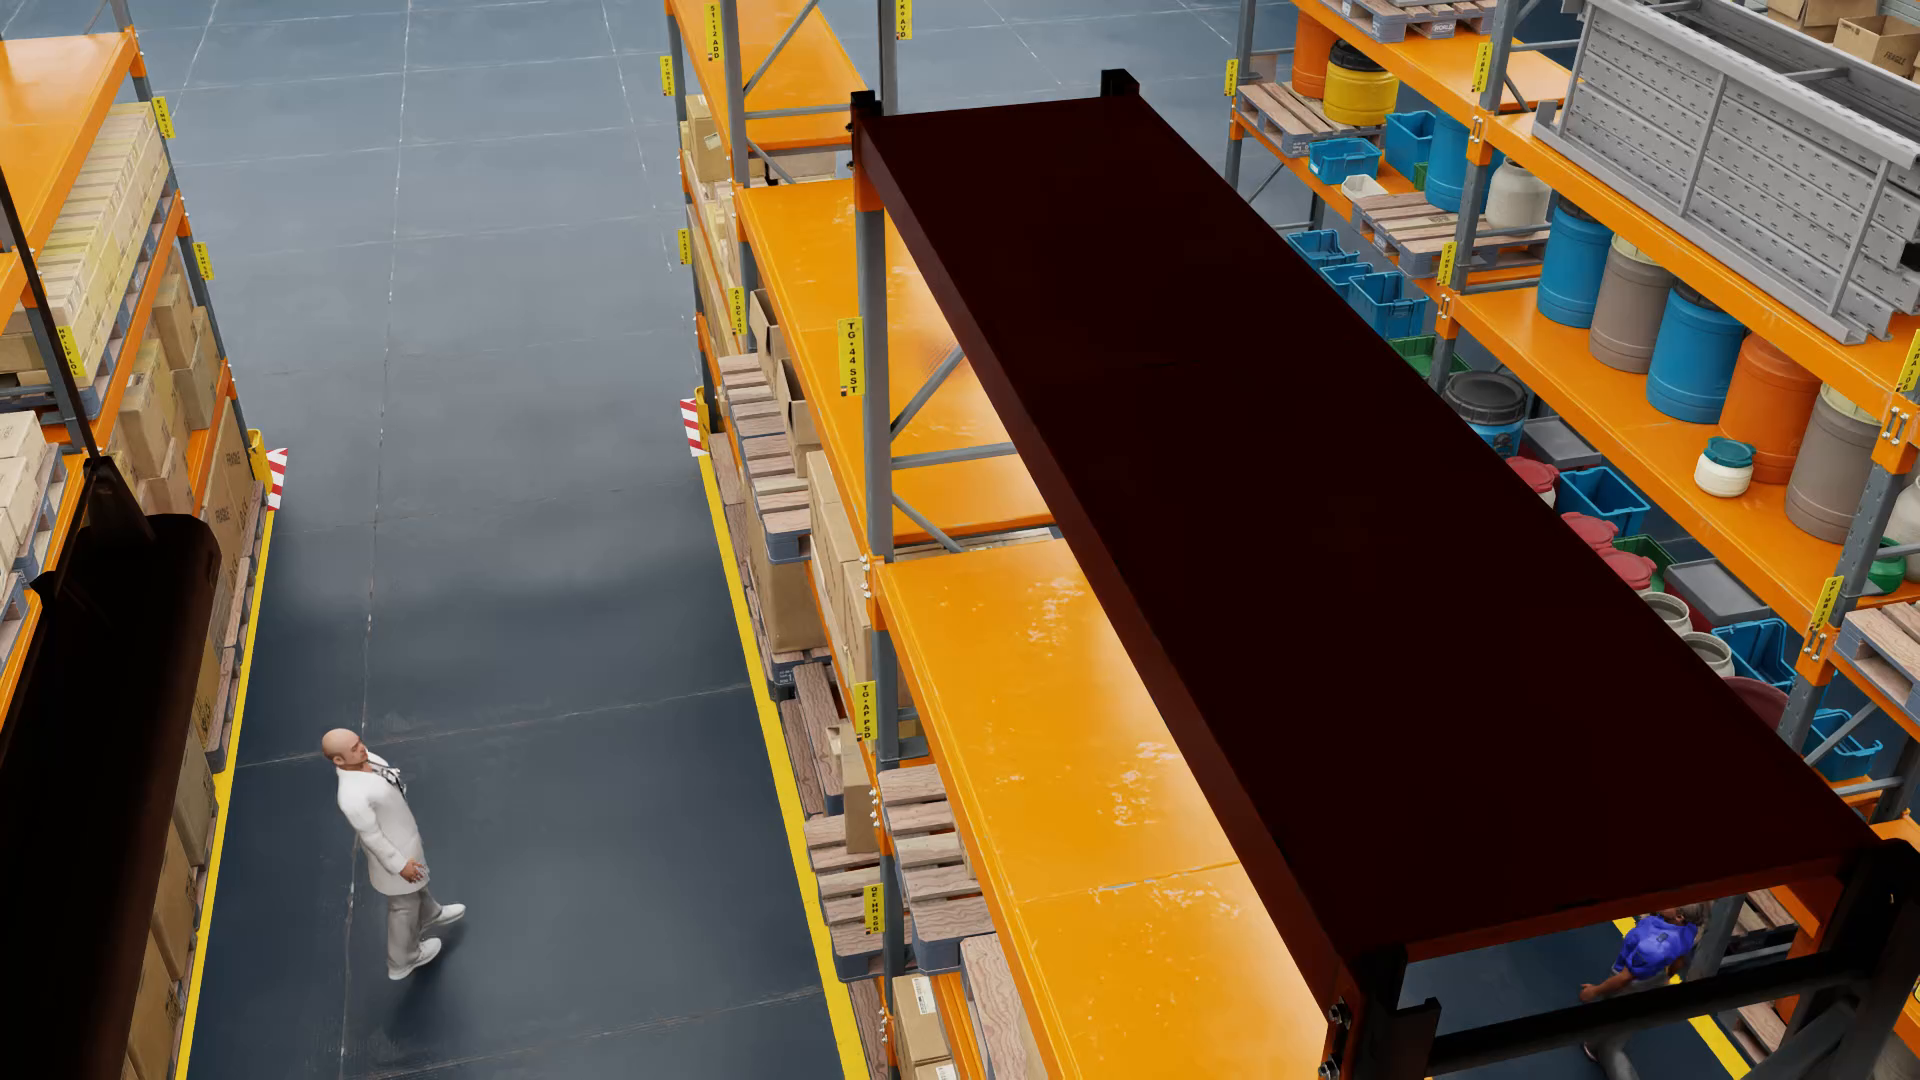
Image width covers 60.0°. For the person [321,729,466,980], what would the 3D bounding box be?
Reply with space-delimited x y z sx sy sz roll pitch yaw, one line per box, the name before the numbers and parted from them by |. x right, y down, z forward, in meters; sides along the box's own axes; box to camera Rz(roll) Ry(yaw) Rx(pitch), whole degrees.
person | -3.308 1.762 9.810 0.616 1.775 0.586 -25 42 -32

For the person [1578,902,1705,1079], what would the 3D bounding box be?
person | 3.699 2.460 9.052 0.539 1.588 0.884 -12 36 -16
